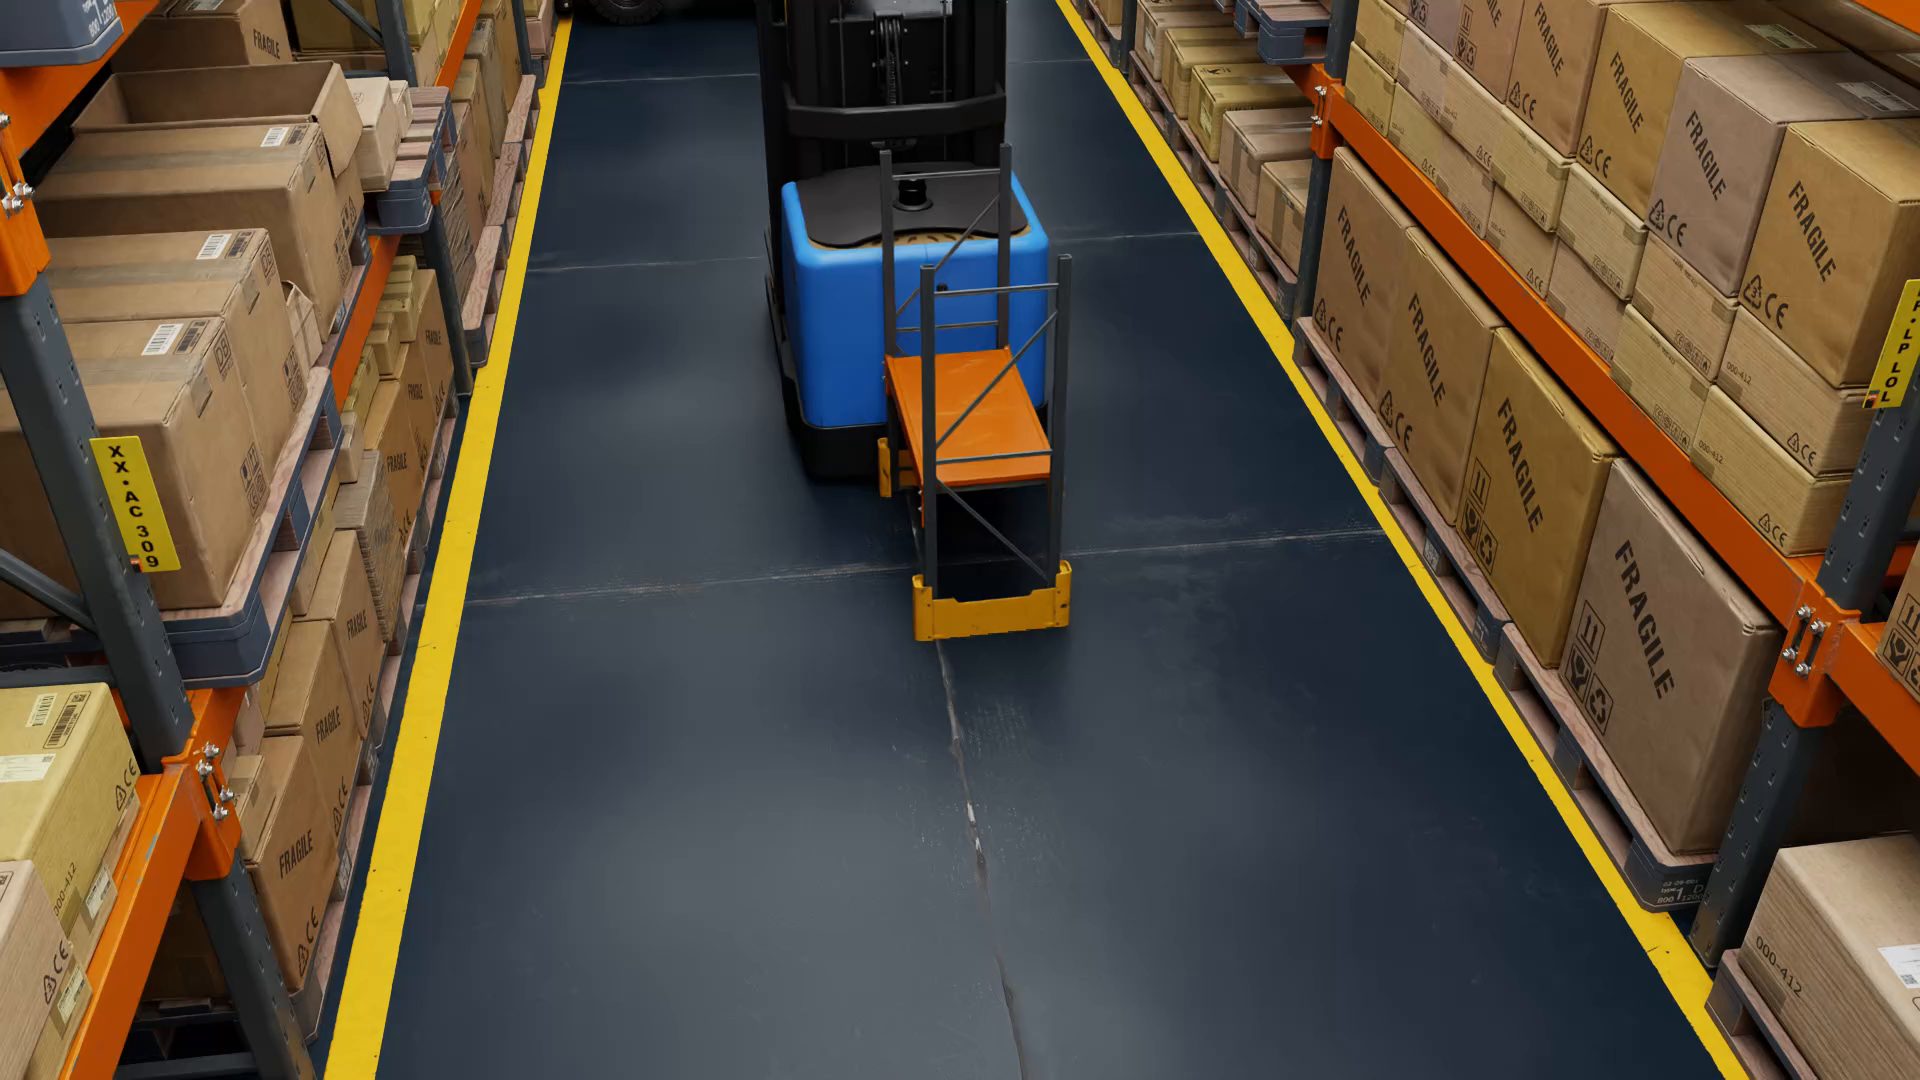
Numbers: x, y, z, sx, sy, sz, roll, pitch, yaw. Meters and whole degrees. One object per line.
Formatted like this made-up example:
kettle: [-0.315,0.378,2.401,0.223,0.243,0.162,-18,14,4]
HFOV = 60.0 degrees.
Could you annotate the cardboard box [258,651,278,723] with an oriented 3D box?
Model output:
cardboard box: [-2.178,0.414,4.750,0.380,0.149,0.250,-6,35,-9]

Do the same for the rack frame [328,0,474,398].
rack frame: [-2.772,-1.899,6.872,1.000,3.000,0.127,-4,35,-6]

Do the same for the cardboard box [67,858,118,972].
cardboard box: [-1.884,0.740,3.224,0.380,0.149,0.250,-3,34,-5]

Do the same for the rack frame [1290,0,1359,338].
rack frame: [2.146,-2.277,7.427,1.000,3.000,0.127,-4,35,-6]

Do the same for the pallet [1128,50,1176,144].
pallet: [1.714,-2.922,10.850,1.003,0.211,1.213,-4,35,-6]

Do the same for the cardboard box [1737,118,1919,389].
cardboard box: [2.375,-0.729,4.180,0.500,0.500,0.500,-3,34,-5]

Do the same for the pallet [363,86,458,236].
pallet: [-2.611,-1.446,6.379,1.213,0.211,1.003,-4,35,-6]

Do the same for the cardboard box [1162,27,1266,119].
cardboard box: [1.781,-2.903,10.307,0.950,0.372,0.625,-2,34,-3]

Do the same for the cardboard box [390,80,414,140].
cardboard box: [-2.303,-1.631,6.330,0.380,0.149,0.250,-4,34,-5]

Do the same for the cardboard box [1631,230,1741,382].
cardboard box: [2.309,-0.695,4.795,0.500,0.250,0.500,-4,34,-5]

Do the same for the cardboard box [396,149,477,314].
cardboard box: [-2.842,-1.440,7.935,0.875,0.625,0.625,-3,34,-5]

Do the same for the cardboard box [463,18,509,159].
cardboard box: [-3.132,-2.599,9.636,0.875,0.625,0.625,-5,35,-7]

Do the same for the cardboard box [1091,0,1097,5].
cardboard box: [1.181,-4.152,12.248,0.500,0.250,0.500,-5,35,-8]

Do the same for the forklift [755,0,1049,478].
forklift: [-0.382,-2.295,7.514,1.130,2.935,3.031,-6,35,-8]

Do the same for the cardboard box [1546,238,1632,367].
cardboard box: [2.258,-0.781,5.366,0.500,0.250,0.500,-5,35,-8]

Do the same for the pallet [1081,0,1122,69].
pallet: [1.483,-3.728,12.034,1.003,0.211,1.213,-4,35,-6]

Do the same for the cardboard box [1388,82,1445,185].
cardboard box: [2.049,-1.637,6.622,0.500,0.250,0.500,-5,35,-8]

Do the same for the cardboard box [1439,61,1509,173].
cardboard box: [2.093,-1.552,6.053,0.500,0.250,0.500,-4,35,-7]

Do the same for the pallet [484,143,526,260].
pallet: [-3.005,-1.888,9.333,1.003,0.211,1.213,-4,35,-6]

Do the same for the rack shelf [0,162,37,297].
rack shelf: [-1.965,0.507,1.317,1.077,0.370,4.000,-4,35,-6]

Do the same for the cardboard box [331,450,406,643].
cardboard box: [-2.284,0.041,5.873,0.500,0.500,0.500,-6,35,-8]

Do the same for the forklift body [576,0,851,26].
forklift body: [-1.785,-5.092,12.312,2.313,2.155,1.214,-4,35,-6]

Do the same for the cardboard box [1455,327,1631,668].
cardboard box: [2.392,-0.183,5.869,0.875,0.875,0.875,-3,34,-5]

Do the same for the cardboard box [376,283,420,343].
cardboard box: [-2.387,-0.901,6.679,0.380,0.149,0.250,-6,35,-9]

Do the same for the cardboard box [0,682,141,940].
cardboard box: [-1.924,0.538,3.166,0.500,0.250,0.500,-4,34,-5]

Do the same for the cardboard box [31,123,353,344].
cardboard box: [-2.253,-0.895,4.938,0.700,0.500,0.500,-5,35,-7]

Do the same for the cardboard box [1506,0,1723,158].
cardboard box: [2.165,-1.590,5.442,0.500,0.500,0.500,-4,34,-6]

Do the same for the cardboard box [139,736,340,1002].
cardboard box: [-2.076,0.906,4.604,0.500,0.500,0.500,-3,34,-4]

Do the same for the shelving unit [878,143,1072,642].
shelving unit: [0.035,-0.565,6.247,0.587,1.500,1.083,-6,35,-8]

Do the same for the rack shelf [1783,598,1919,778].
rack shelf: [2.953,1.369,2.717,1.077,0.370,4.000,-4,35,-6]

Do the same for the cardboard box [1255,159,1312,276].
cardboard box: [2.080,-1.680,8.513,0.950,0.372,0.625,-7,35,-10]

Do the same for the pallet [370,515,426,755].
pallet: [-2.548,0.353,6.045,1.003,0.211,1.213,-4,35,-6]

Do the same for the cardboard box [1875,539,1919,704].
cardboard box: [2.488,0.196,3.710,0.500,0.500,0.500,-3,34,-5]

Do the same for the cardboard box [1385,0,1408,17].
cardboard box: [1.970,-2.437,6.686,0.500,0.500,0.500,-5,35,-8]

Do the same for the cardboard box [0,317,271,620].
cardboard box: [-2.077,-0.168,3.871,0.700,0.500,0.500,-4,34,-5]

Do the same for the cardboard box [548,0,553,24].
cardboard box: [-3.131,-3.745,11.651,0.500,0.250,0.500,-5,35,-7]

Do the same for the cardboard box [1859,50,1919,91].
cardboard box: [2.814,-1.048,4.648,0.500,0.500,0.500,-5,35,-7]

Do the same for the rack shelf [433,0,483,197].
rack shelf: [-3.041,-2.717,8.713,1.077,0.370,4.000,-4,35,-6]

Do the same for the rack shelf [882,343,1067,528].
rack shelf: [0.033,-0.421,6.356,0.538,0.185,1.000,-6,35,-8]

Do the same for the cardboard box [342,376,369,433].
cardboard box: [-2.371,-0.461,6.033,0.380,0.149,0.250,-5,35,-7]

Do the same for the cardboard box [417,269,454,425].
cardboard box: [-2.502,-0.819,7.136,0.500,0.500,0.500,-3,34,-5]

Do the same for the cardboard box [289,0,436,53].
cardboard box: [-2.565,-2.311,7.167,0.500,0.250,0.500,-4,35,-6]

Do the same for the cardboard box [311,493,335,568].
cardboard box: [-2.256,-0.019,5.385,0.380,0.149,0.250,-3,34,-5]

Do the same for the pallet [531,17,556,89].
pallet: [-3.375,-3.425,11.589,1.003,0.211,1.213,-4,35,-6]

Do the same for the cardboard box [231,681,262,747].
cardboard box: [-2.101,0.440,4.447,0.380,0.149,0.250,-6,35,-9]

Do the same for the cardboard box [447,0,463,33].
cardboard box: [-2.729,-2.671,8.138,0.500,0.250,0.500,-5,35,-8]

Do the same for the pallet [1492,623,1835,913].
pallet: [2.506,0.683,5.560,1.003,0.211,1.213,-4,35,-6]
